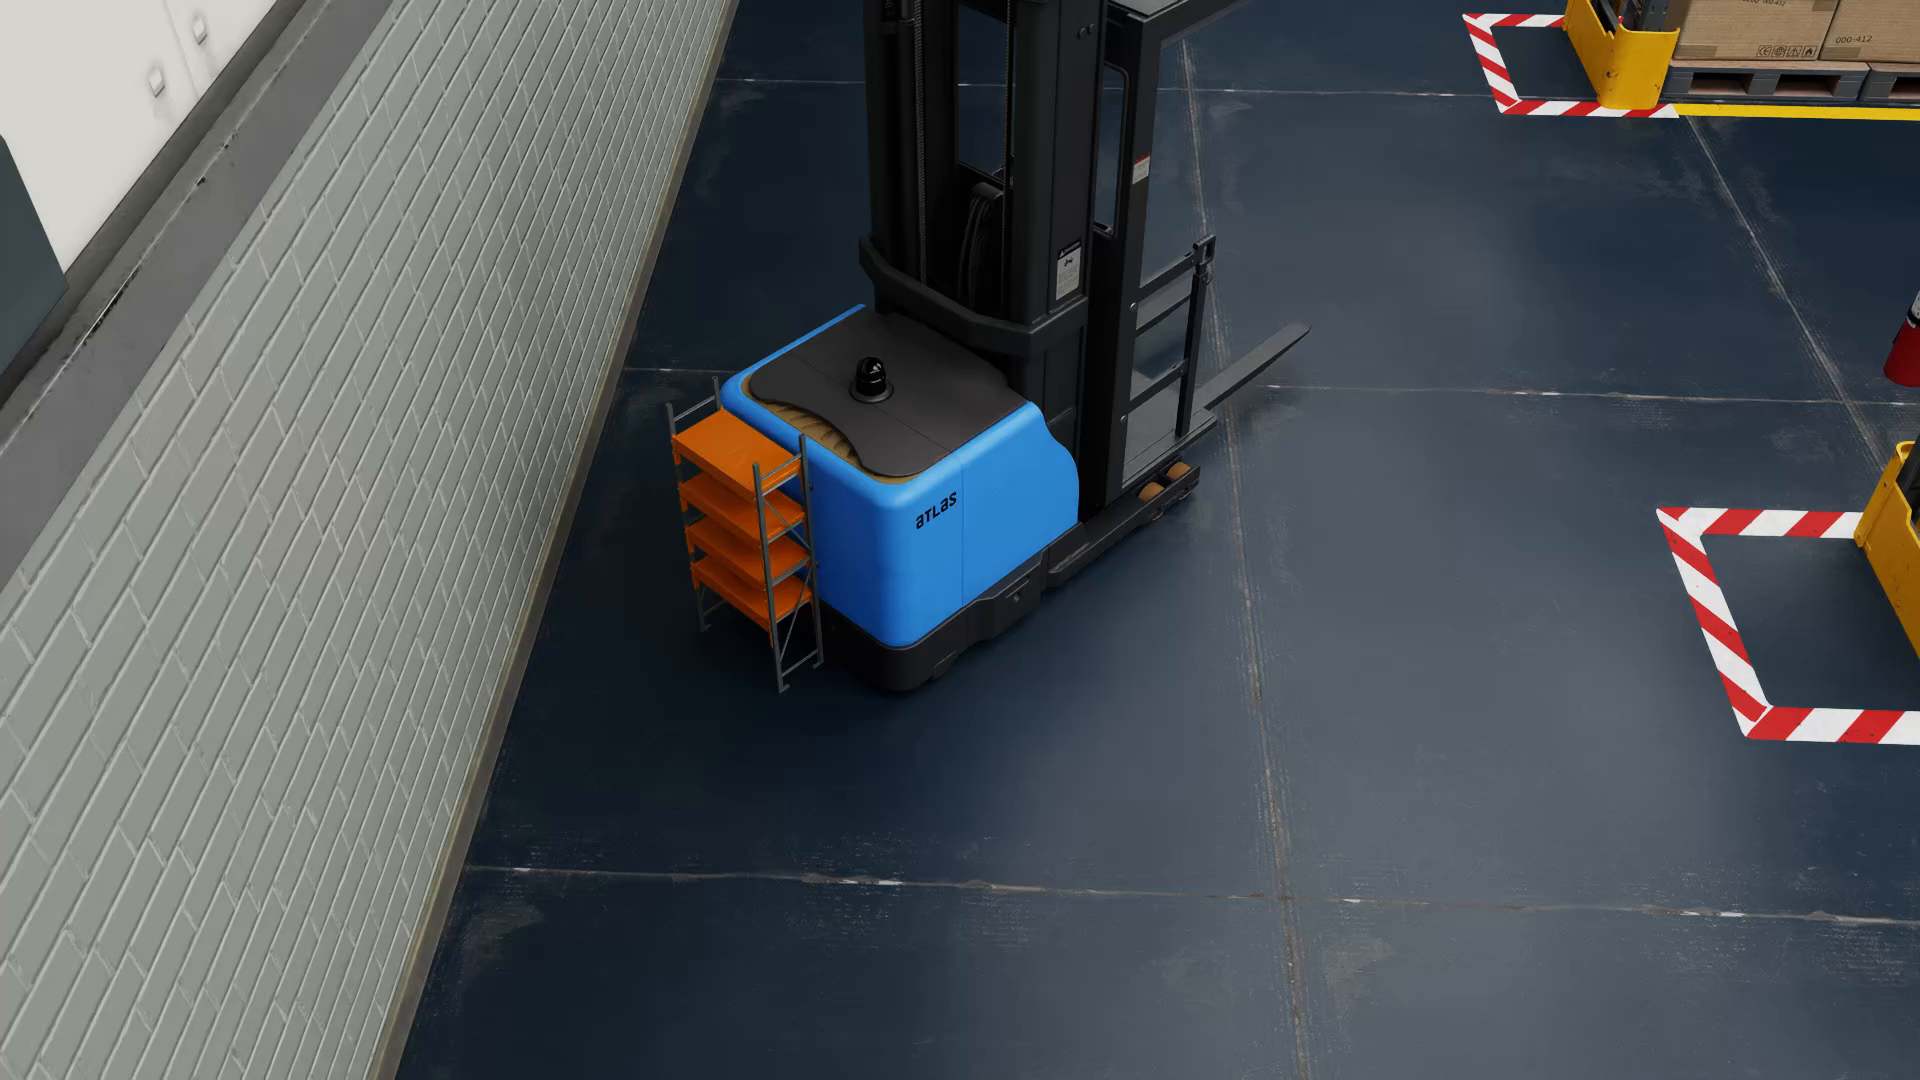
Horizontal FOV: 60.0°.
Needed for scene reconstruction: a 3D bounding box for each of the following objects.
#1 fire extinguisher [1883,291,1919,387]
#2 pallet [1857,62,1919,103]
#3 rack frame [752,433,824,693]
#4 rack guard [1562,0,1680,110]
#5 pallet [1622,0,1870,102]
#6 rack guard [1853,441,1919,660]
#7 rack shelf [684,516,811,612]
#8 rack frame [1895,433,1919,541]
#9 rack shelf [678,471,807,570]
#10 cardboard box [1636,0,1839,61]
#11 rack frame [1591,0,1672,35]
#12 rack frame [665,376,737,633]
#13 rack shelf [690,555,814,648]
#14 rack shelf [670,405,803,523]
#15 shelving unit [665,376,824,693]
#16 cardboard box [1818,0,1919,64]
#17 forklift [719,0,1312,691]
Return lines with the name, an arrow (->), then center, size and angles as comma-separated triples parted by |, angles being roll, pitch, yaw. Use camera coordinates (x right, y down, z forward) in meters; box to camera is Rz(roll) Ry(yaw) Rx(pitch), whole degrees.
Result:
fire extinguisher -> 3.790, -0.907, 6.439 | 0.183, 0.674, 0.296 | 2, 43, 2
pallet -> 6.161, -3.093, 10.500 | 1.213, 0.211, 1.003 | 2, 43, 2
rack frame -> -0.645, 0.116, 6.331 | 0.015, 1.200, 0.240 | 33, 52, 30
rack guard -> 4.119, -3.210, 10.414 | 0.348, 0.500, 1.175 | 2, 43, 2
pallet -> 4.945, -3.132, 10.543 | 1.213, 0.211, 1.003 | 2, 43, 2
rack guard -> 4.097, 0.167, 6.789 | 0.348, 0.500, 1.175 | 2, 43, 2
rack shelf -> -0.821, 0.050, 6.501 | 0.480, 0.148, 0.258 | 33, 52, 30
rack frame -> 4.021, -0.750, 5.940 | 0.127, 3.000, 1.000 | 2, 43, 2
rack shelf -> -0.821, -0.114, 6.348 | 0.480, 0.148, 0.258 | 33, 52, 30
cardboard box -> 4.807, -3.388, 10.343 | 0.875, 0.438, 0.875 | 0, 43, 0
rack frame -> 4.143, -4.124, 9.561 | 0.127, 3.000, 1.000 | 2, 43, 2
rack frame -> -0.996, -0.115, 6.579 | 0.015, 1.200, 0.240 | 33, 52, 30
rack shelf -> -0.821, 0.195, 6.636 | 0.480, 0.148, 0.258 | 33, 52, 30
rack shelf -> -0.821, -0.287, 6.187 | 0.480, 0.148, 0.258 | 33, 52, 30
shelving unit -> -0.821, 0.000, 6.455 | 0.503, 1.200, 0.258 | 33, 52, 30
cardboard box -> 5.721, -3.365, 10.319 | 0.875, 0.438, 0.875 | 3, 43, 3
forklift -> 0.437, -1.381, 6.668 | 1.130, 2.935, 3.031 | 33, 52, 30
